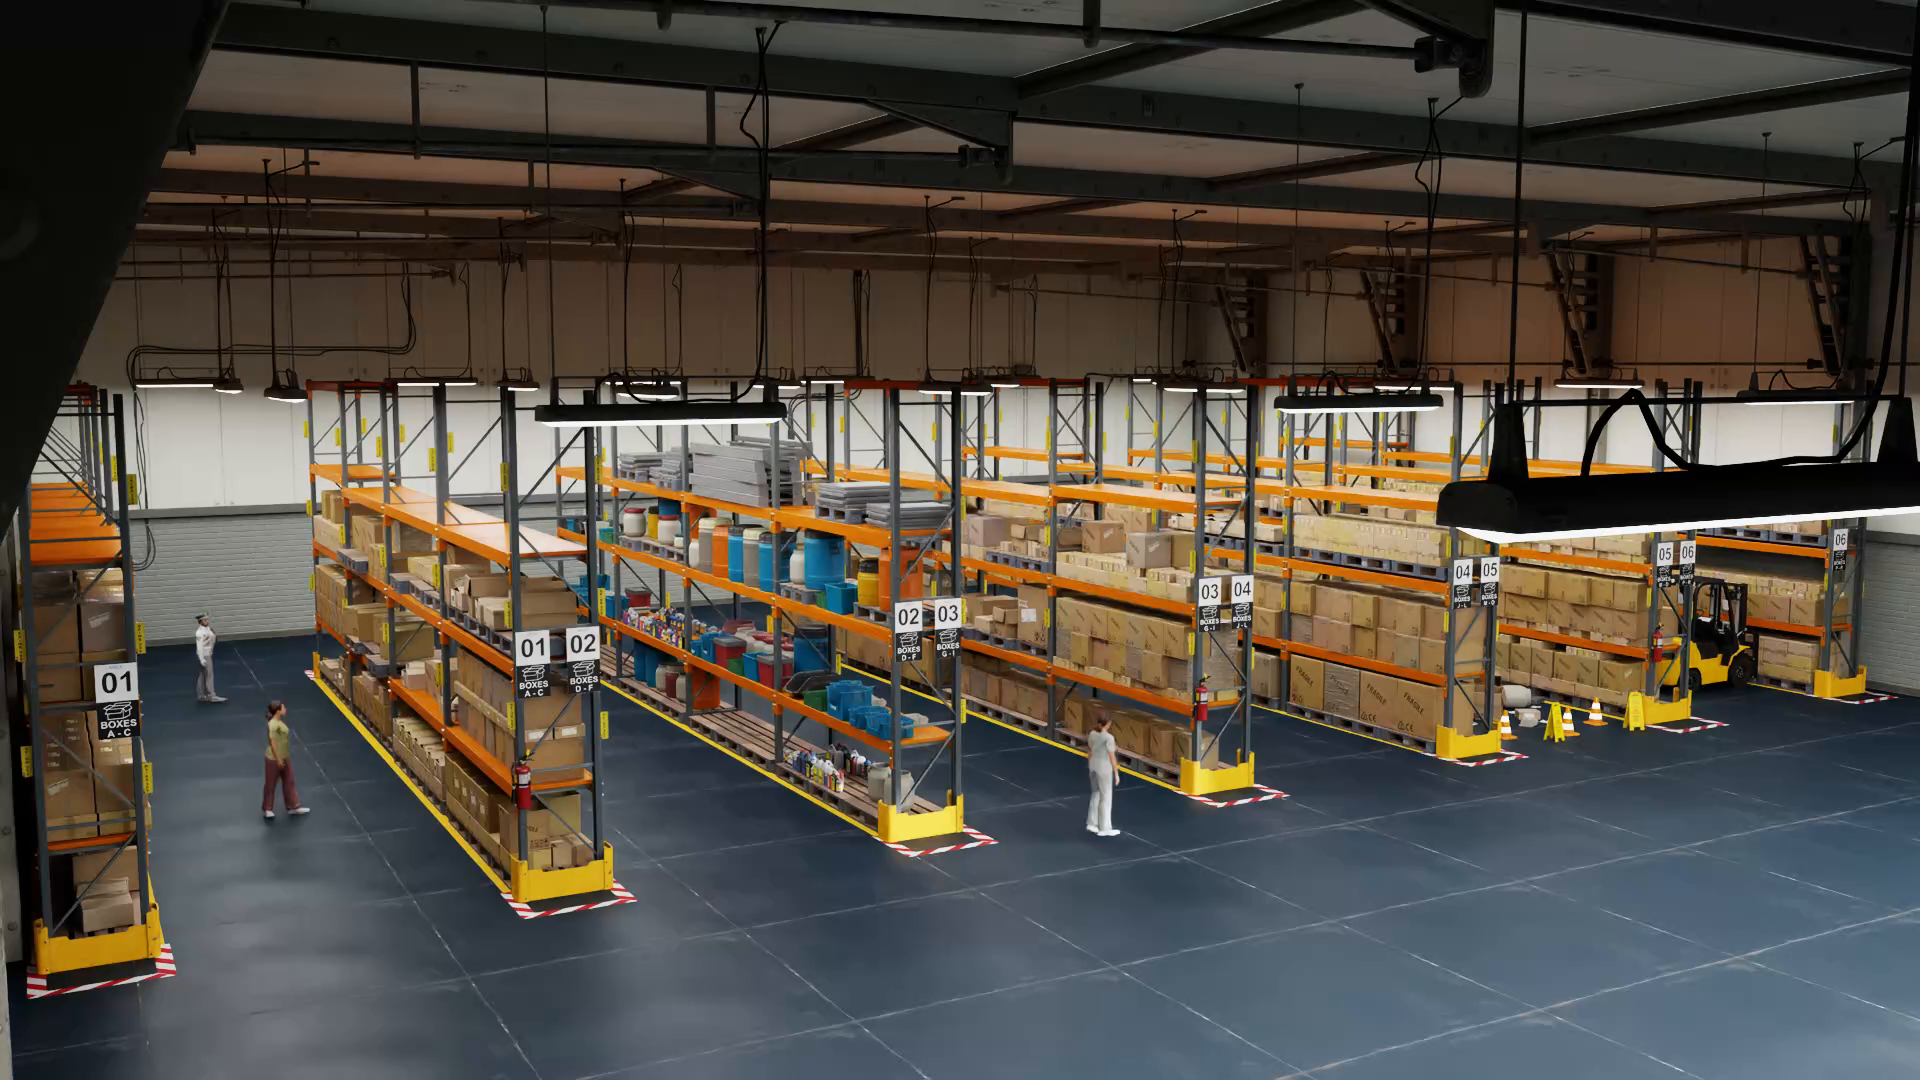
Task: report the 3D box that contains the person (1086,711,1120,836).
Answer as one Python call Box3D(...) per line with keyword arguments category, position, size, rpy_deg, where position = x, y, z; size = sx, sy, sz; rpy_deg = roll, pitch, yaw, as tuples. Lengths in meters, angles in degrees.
Box3D(category="person", position=(1.922, 3.164, 22.362), size=(0.324, 1.742, 0.534), rpy_deg=(-5, 8, -38))

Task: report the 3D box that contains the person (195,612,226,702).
Box3D(category="person", position=(-14.059, 2.183, 31.159), size=(0.502, 1.688, 0.489), rpy_deg=(-2, 7, -21))

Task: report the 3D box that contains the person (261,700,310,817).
Box3D(category="person", position=(-9.492, 3.046, 23.195), size=(0.607, 1.663, 0.486), rpy_deg=(1, 6, 6))
